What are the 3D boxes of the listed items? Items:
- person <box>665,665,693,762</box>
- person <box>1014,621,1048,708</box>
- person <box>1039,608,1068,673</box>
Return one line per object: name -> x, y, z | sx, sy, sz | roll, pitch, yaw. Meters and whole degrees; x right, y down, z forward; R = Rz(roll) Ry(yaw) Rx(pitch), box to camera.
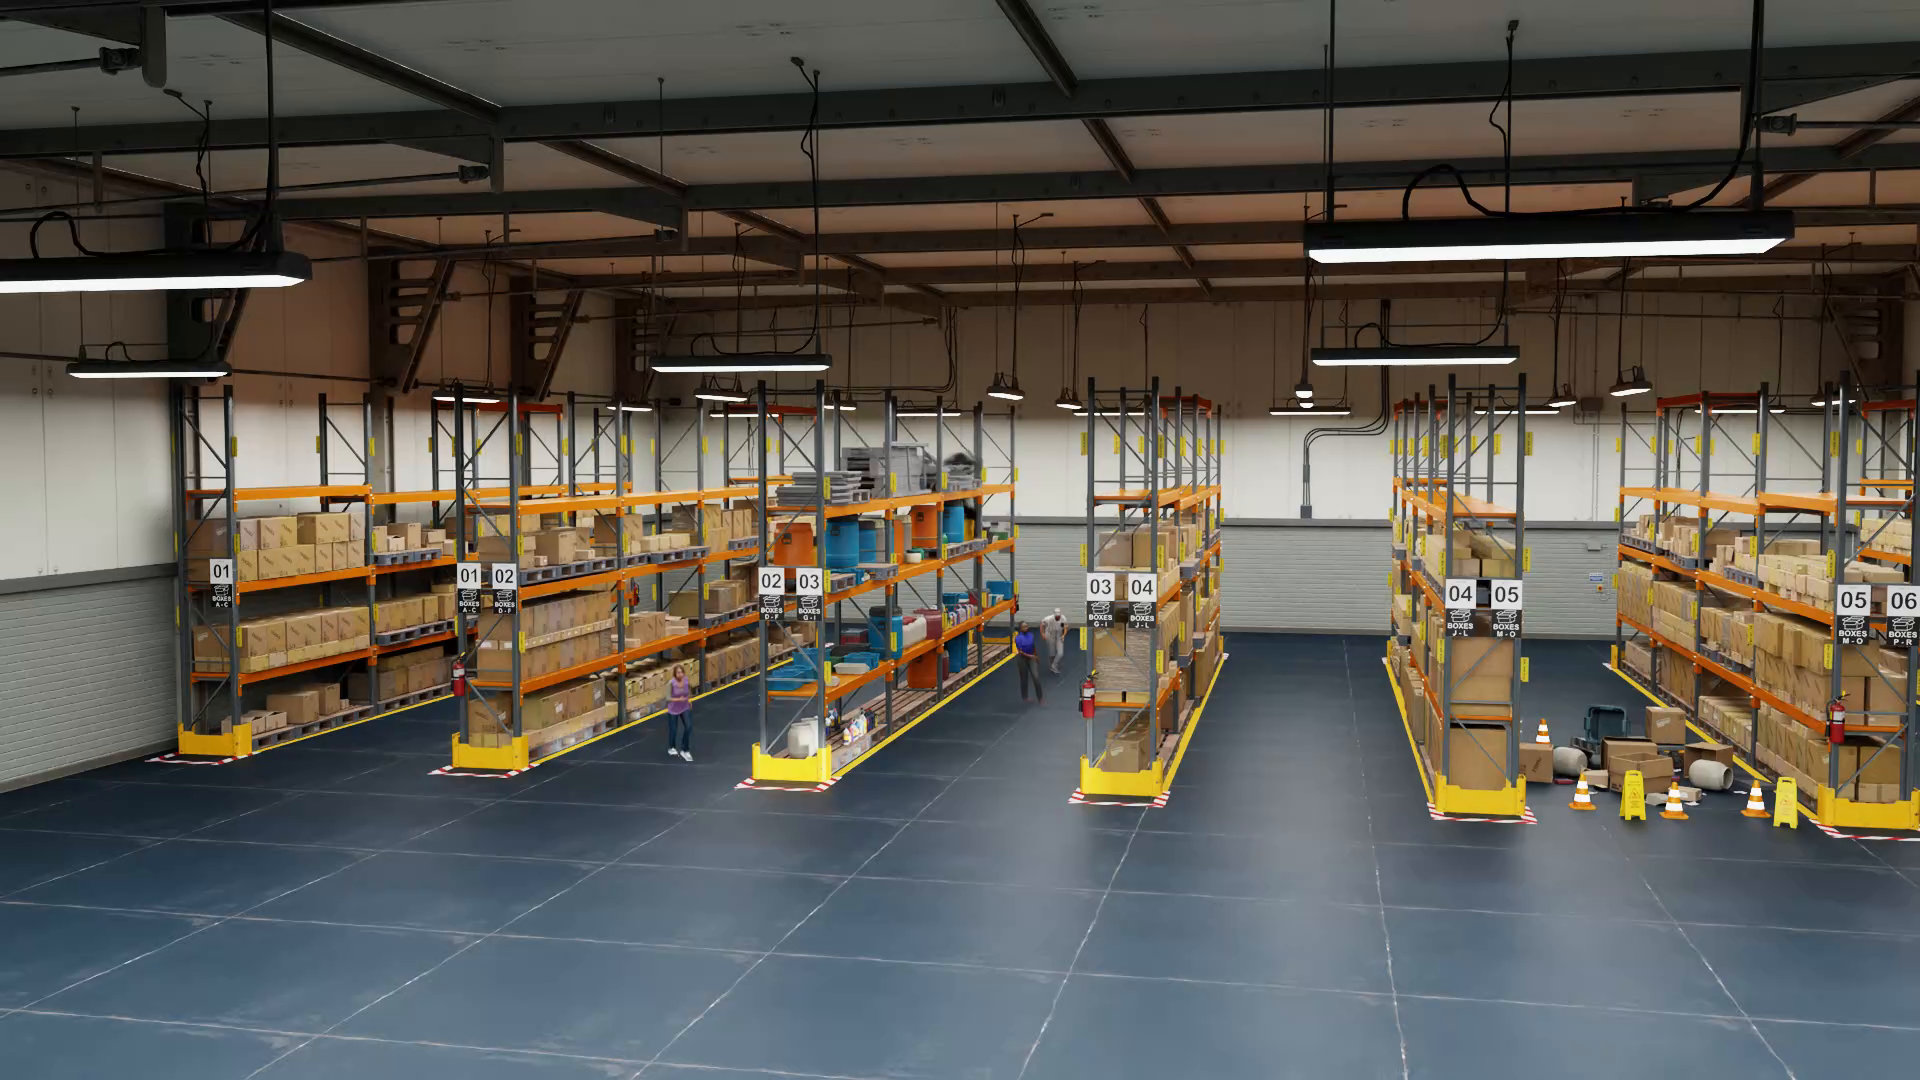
person -> -4.484, 2.735, 26.448 | 0.469, 1.544, 0.892 | -1, 3, -22
person -> 1.317, 2.381, 32.147 | 0.569, 1.656, 0.750 | -1, 3, -18
person -> 2.074, 2.219, 36.837 | 0.626, 1.483, 0.883 | 0, 3, -7
